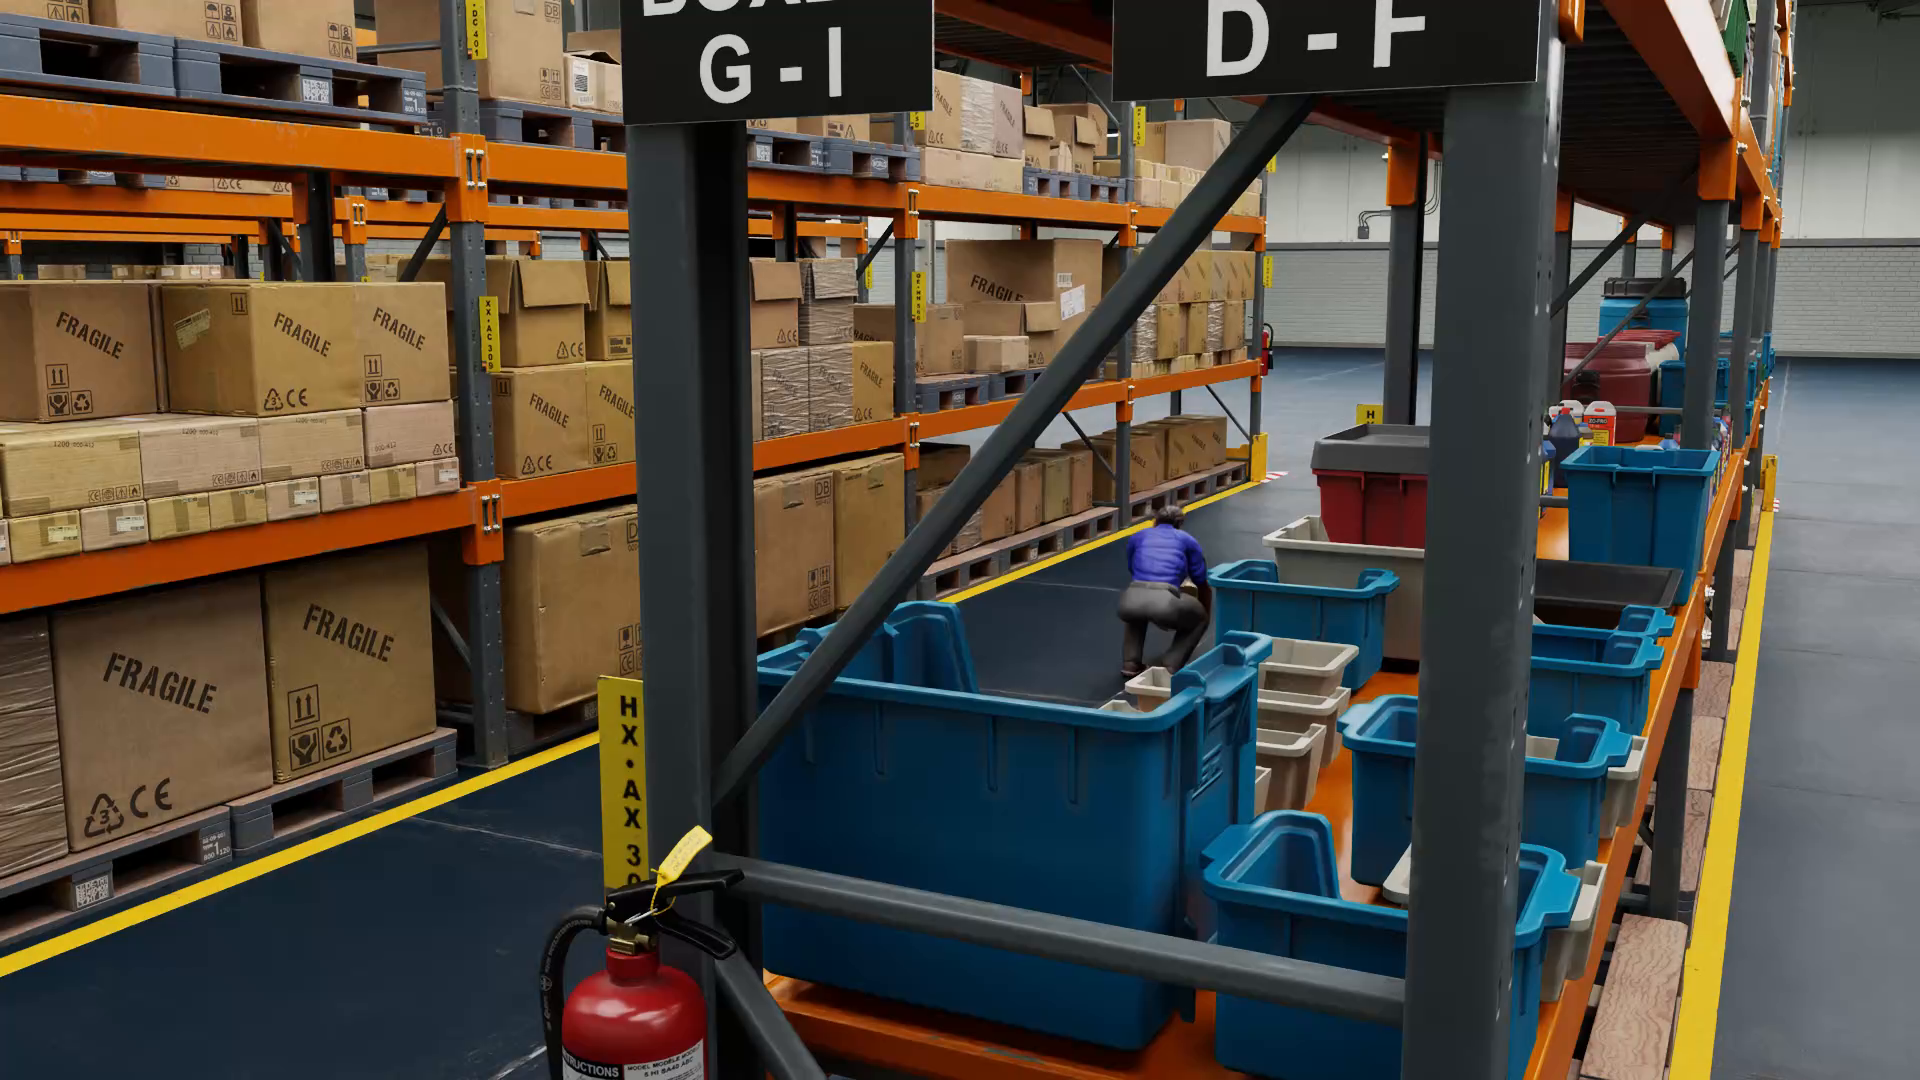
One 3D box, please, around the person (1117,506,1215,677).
[{"bbox_3d":[1.153,0.294,9.436,0.508,0.915,0.831,5,10,26],"label":"person"}]
